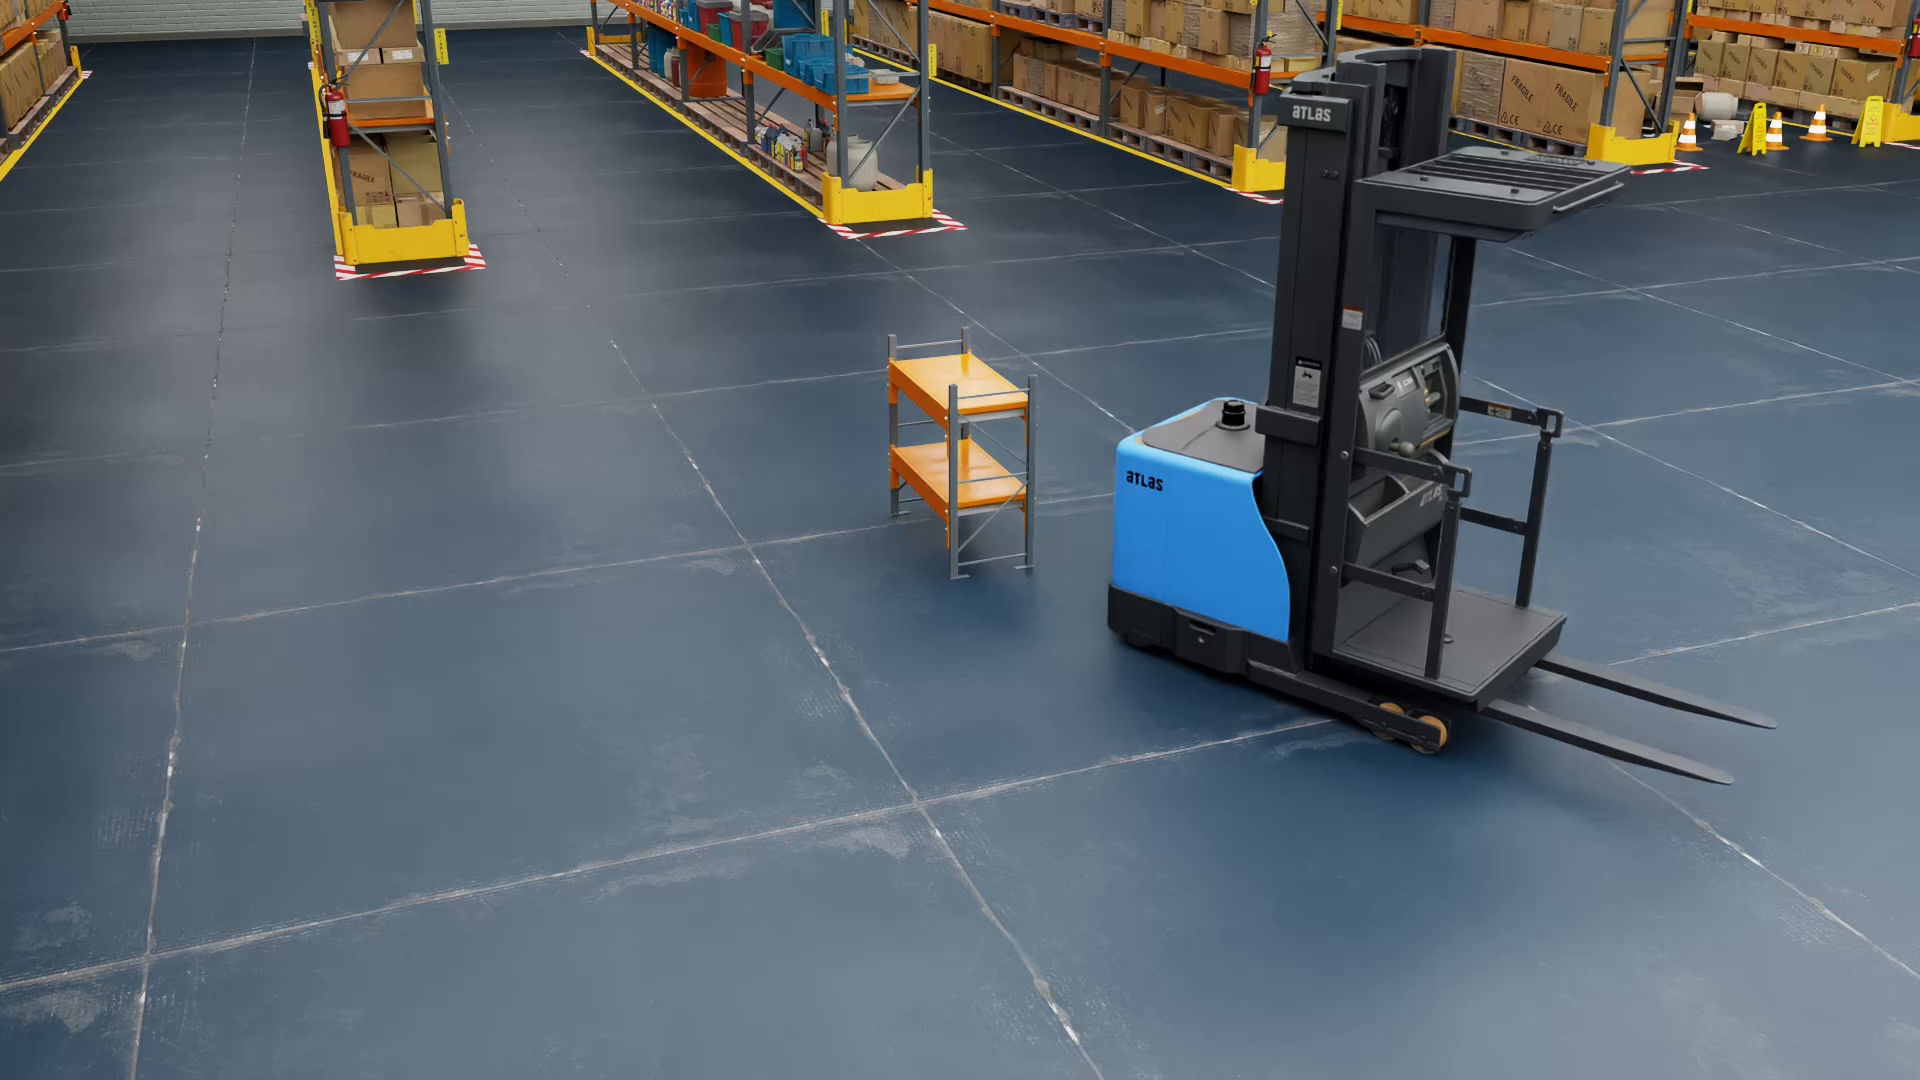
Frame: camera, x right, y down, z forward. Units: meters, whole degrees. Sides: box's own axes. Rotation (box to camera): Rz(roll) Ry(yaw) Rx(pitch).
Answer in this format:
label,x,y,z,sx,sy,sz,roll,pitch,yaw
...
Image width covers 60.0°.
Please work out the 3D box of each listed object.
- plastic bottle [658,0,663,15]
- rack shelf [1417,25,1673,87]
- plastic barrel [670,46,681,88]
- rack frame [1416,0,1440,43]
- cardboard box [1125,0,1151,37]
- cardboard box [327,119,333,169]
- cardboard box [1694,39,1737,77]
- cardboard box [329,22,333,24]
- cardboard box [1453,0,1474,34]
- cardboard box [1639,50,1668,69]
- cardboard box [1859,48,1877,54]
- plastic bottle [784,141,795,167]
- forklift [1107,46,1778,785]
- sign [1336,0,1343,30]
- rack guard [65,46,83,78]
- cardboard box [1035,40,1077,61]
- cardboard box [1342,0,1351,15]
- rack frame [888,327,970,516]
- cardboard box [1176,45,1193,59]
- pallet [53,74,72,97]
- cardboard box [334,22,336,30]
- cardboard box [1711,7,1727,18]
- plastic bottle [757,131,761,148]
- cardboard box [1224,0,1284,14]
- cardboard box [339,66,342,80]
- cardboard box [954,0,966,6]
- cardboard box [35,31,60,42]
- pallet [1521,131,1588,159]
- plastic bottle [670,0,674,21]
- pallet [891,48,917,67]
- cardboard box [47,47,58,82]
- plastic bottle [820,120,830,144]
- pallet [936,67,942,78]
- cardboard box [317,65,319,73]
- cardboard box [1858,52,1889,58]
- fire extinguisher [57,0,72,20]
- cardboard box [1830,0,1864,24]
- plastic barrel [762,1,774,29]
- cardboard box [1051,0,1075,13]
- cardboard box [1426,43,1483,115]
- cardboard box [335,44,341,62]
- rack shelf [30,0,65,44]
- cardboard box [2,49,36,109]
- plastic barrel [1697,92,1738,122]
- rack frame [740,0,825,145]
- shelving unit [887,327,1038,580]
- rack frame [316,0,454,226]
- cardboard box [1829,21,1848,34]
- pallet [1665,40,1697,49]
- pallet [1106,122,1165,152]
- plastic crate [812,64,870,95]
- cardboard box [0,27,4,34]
label,x,y,z,sx,sy,sz,roll,pitch,yaw
plastic bottle,-4.588,-8.216,25.532,0.061,0.283,0.133,-8,24,-19
rack shelf,7.787,-6.578,22.421,1.077,0.370,4.000,-8,24,-19
plastic barrel,-4.230,-7.434,26.090,0.600,0.588,0.708,-8,24,-19
rack frame,7.081,-7.636,24.005,1.000,3.000,0.127,-8,24,-19
cardboard box,2.650,-6.817,21.550,0.875,0.500,0.500,-8,24,-19
cardboard box,-6.640,-4.332,18.199,0.500,0.500,0.500,-8,24,-19
cardboard box,11.632,-7.373,25.414,0.500,0.500,0.500,-7,24,-16
cardboard box,-6.675,-5.575,18.152,0.380,0.149,0.250,-9,24,-19
cardboard box,7.438,-7.376,23.195,0.875,0.550,0.550,-8,24,-19
cardboard box,11.231,-7.786,27.203,0.950,0.372,0.625,-7,24,-16
cardboard box,15.856,-8.605,28.820,0.875,0.625,0.625,-9,24,-20
plastic bottle,-1.987,-4.560,19.647,0.152,0.276,0.135,-9,24,-20
forklift,2.208,-0.622,7.452,3.031,2.935,1.130,18,29,36
sign,4.325,-6.012,19.038,0.100,0.325,0.005,-8,24,-19
rack guard,-15.745,-8.170,28.492,1.175,0.500,0.348,-8,24,-19
cardboard box,1.453,-7.411,25.159,0.500,0.250,0.500,-6,23,-13
cardboard box,6.108,-8.386,25.657,0.500,0.500,0.500,-9,24,-20
rack frame,-0.182,-0.706,9.976,0.500,1.125,0.032,-8,24,-19
cardboard box,2.896,-6.029,20.516,0.380,0.149,0.250,-8,24,-19
pallet,-14.953,-7.306,26.813,1.003,0.211,1.213,-8,24,-19
cardboard box,-5.992,-5.389,16.875,0.700,0.500,0.500,-8,24,-19
cardboard box,11.625,-7.993,25.176,0.380,0.149,0.250,-8,24,-17
plastic bottle,-2.491,-5.013,20.818,0.097,0.201,0.097,0,23,0
cardboard box,3.392,-6.349,19.152,0.500,0.500,0.500,-8,24,-19
cardboard box,-6.509,-5.329,18.404,0.700,0.500,0.500,-9,24,-20
cardboard box,0.228,-9.007,27.130,0.500,0.500,0.500,-9,25,-21
cardboard box,-15.089,-8.299,27.421,0.380,0.149,0.250,-8,24,-18
pallet,8.138,-5.177,21.762,1.003,0.211,1.213,-8,24,-19
plastic bottle,-4.265,-7.885,24.745,0.061,0.283,0.133,-8,24,-19
pallet,-0.617,-8.901,30.597,1.003,0.211,1.213,-8,24,-19
cardboard box,-14.845,-7.557,26.496,0.700,0.500,0.500,-8,24,-18
plastic bottle,-1.664,-5.031,20.668,0.144,0.351,0.185,-10,25,-22
pallet,-0.078,-8.344,29.275,1.003,0.211,1.213,-8,24,-19
cardboard box,-10.346,-7.726,27.324,0.380,0.149,0.250,-8,24,-19
cardboard box,12.865,-6.700,23.817,0.500,0.500,0.500,-9,25,-21
fire extinguisher,-15.358,-9.224,28.353,0.296,0.674,0.183,-8,24,-19
cardboard box,12.467,-7.424,22.990,0.500,0.500,0.500,-8,24,-19
plastic barrel,-2.362,-6.753,21.735,0.433,0.535,0.433,0,23,0
cardboard box,1.706,-7.851,23.840,0.797,0.503,0.637,-6,24,-14
cardboard box,7.237,-6.612,23.771,0.875,0.875,0.875,-8,24,-18
cardboard box,-5.858,-4.734,16.155,0.380,0.149,0.250,-8,24,-18
rack shelf,-15.030,-8.255,26.401,1.077,0.370,4.000,-8,24,-19
cardboard box,-13.655,-6.522,23.590,0.750,0.750,0.750,-8,24,-17
plastic barrel,10.943,-6.254,24.044,0.512,0.421,0.421,8,24,18
rack frame,-2.229,-6.313,20.865,1.000,3.000,0.127,-8,24,-19
shelving unit,-0.002,-0.521,9.537,0.538,1.125,1.048,-8,24,-19
rack frame,-5.451,-4.181,15.808,1.000,3.000,0.127,-8,24,-19
cardboard box,12.374,-7.152,23.179,0.380,0.149,0.250,-8,24,-18
pallet,14.249,-9.922,33.019,1.003,0.211,1.213,-8,24,-19
pallet,2.675,-5.468,22.452,1.003,0.211,1.213,-8,24,-19
plastic crate,-1.273,-4.932,17.780,0.499,0.251,0.616,-8,24,-19
cardboard box,-13.362,-7.008,22.812,0.380,0.149,0.250,-8,24,-19
